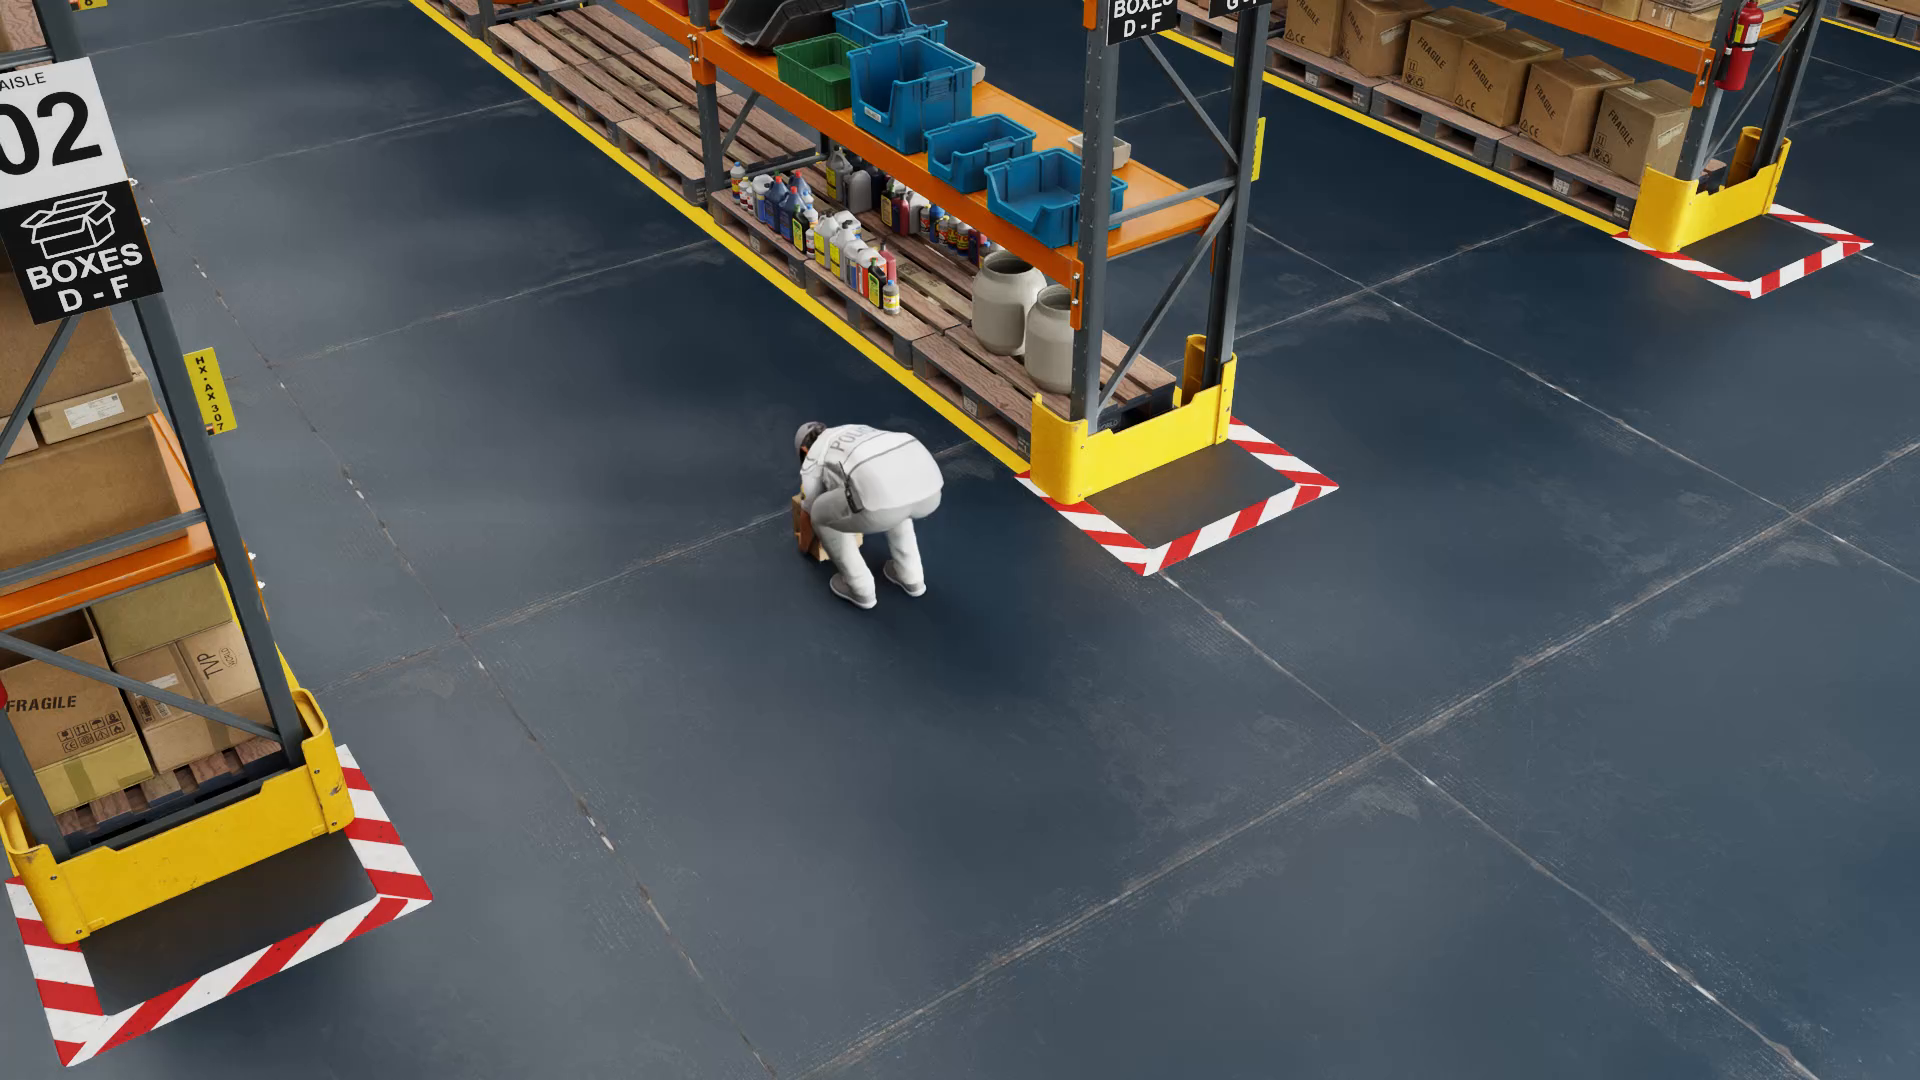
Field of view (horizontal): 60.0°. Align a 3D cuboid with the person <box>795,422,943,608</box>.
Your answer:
[{"bbox_3d":[-0.474,-0.174,7.889,0.507,0.886,0.936,-25,43,-29],"label":"person"}]
